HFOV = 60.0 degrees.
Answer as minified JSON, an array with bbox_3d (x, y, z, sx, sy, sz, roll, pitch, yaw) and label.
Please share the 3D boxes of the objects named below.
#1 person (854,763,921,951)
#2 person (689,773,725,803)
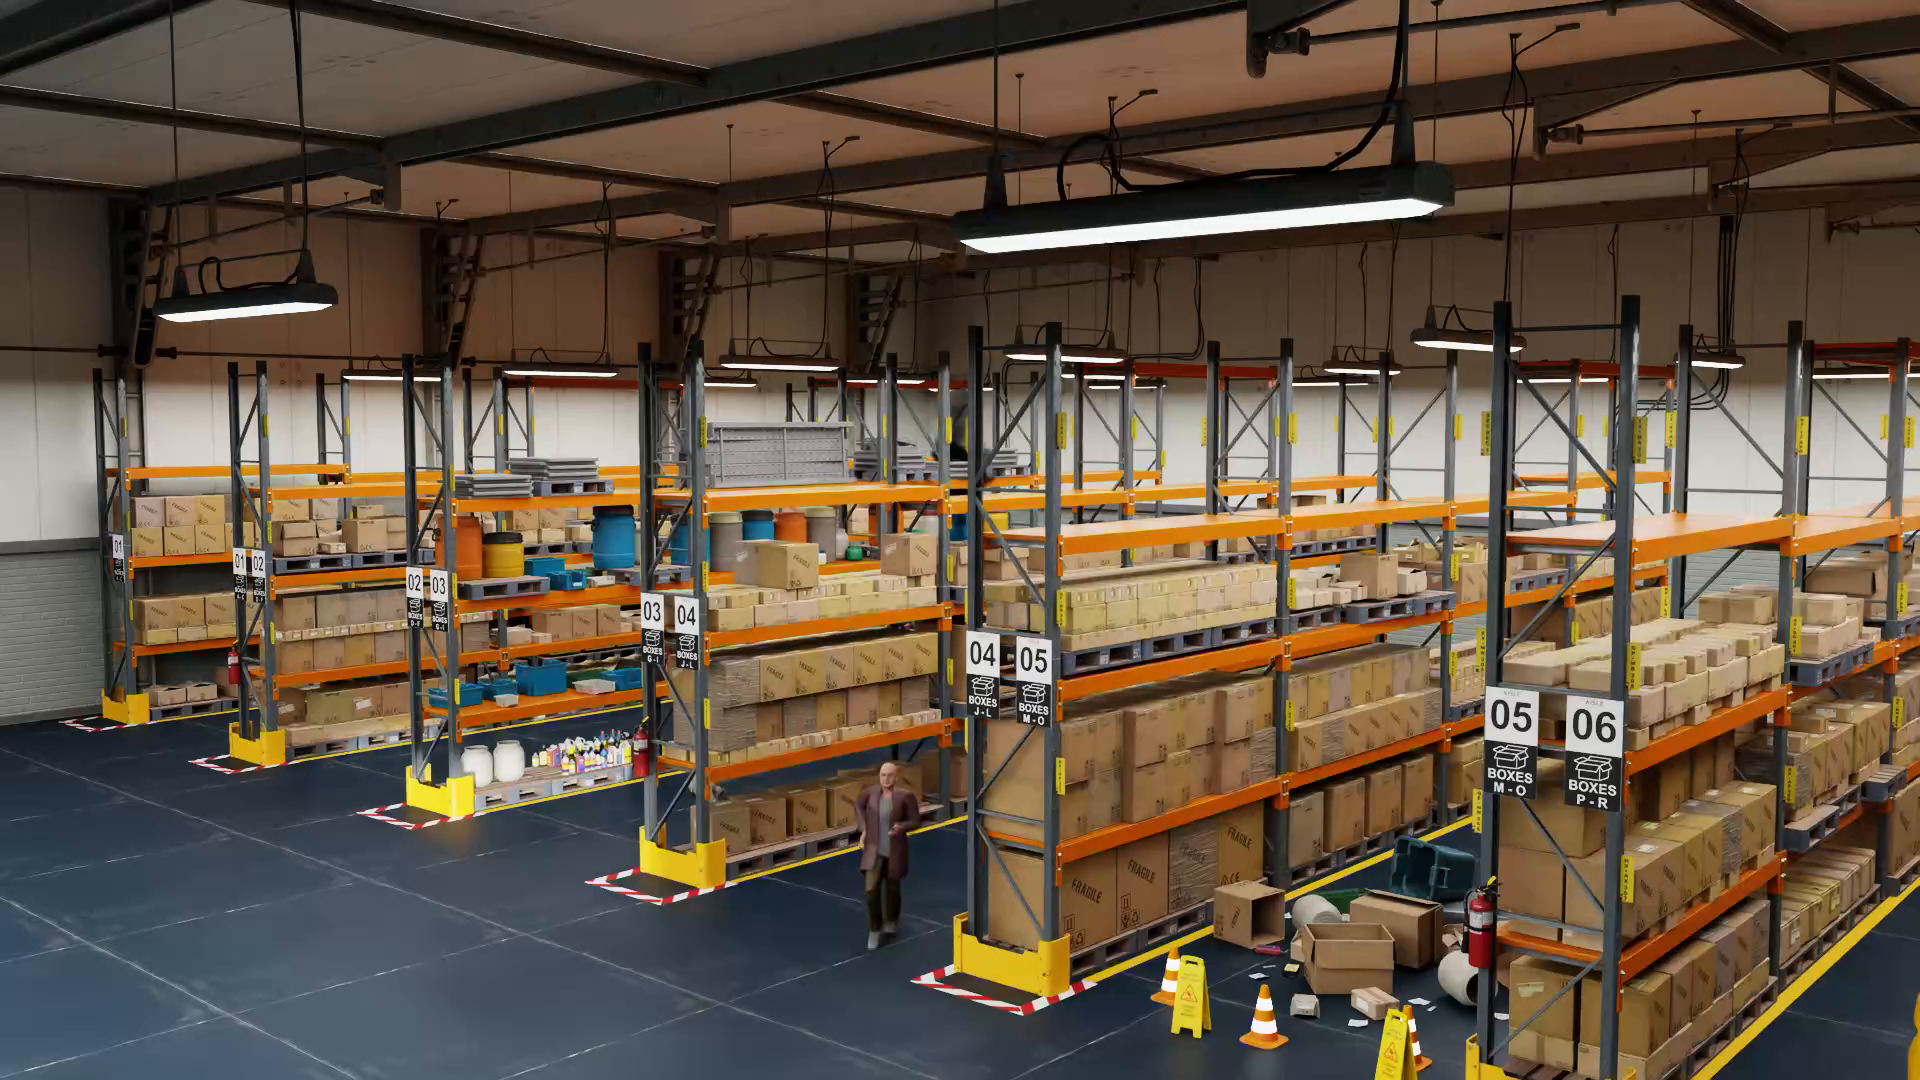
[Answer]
[{"bbox_3d":[-0.722,3.092,16.294,0.681,1.837,0.829,0,4,3],"label":"person"},{"bbox_3d":[-3.157,2.757,21.096,0.671,1.748,0.596,3,5,38],"label":"person"}]
